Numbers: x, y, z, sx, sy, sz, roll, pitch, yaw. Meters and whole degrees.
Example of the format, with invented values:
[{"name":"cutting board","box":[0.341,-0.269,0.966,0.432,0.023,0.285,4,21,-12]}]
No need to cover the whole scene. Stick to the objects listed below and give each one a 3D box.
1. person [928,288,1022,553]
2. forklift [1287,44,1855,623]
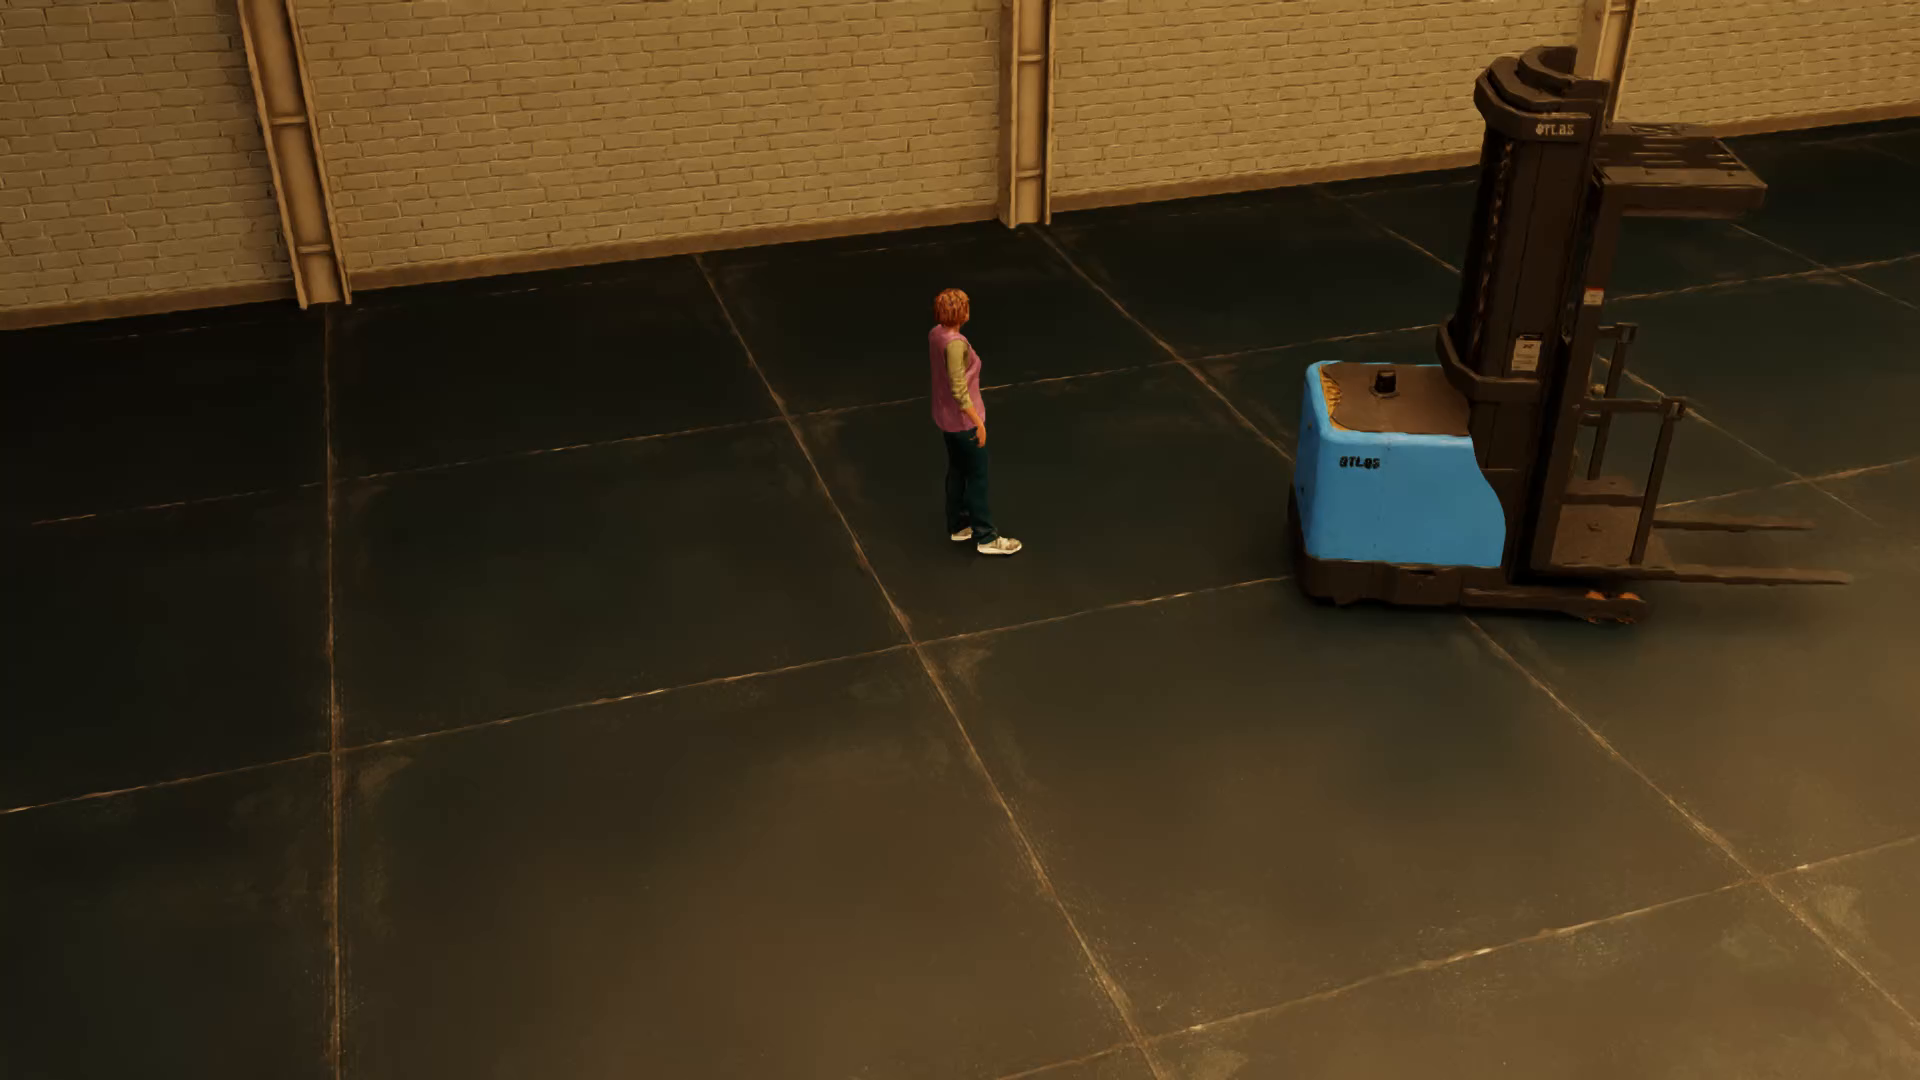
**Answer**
[{"name":"person","box":[0.075,-0.704,9.633,0.474,1.597,0.520,-10,31,-16]},{"name":"forklift","box":[3.469,-1.086,8.975,3.031,2.935,1.130,3,30,5]}]
